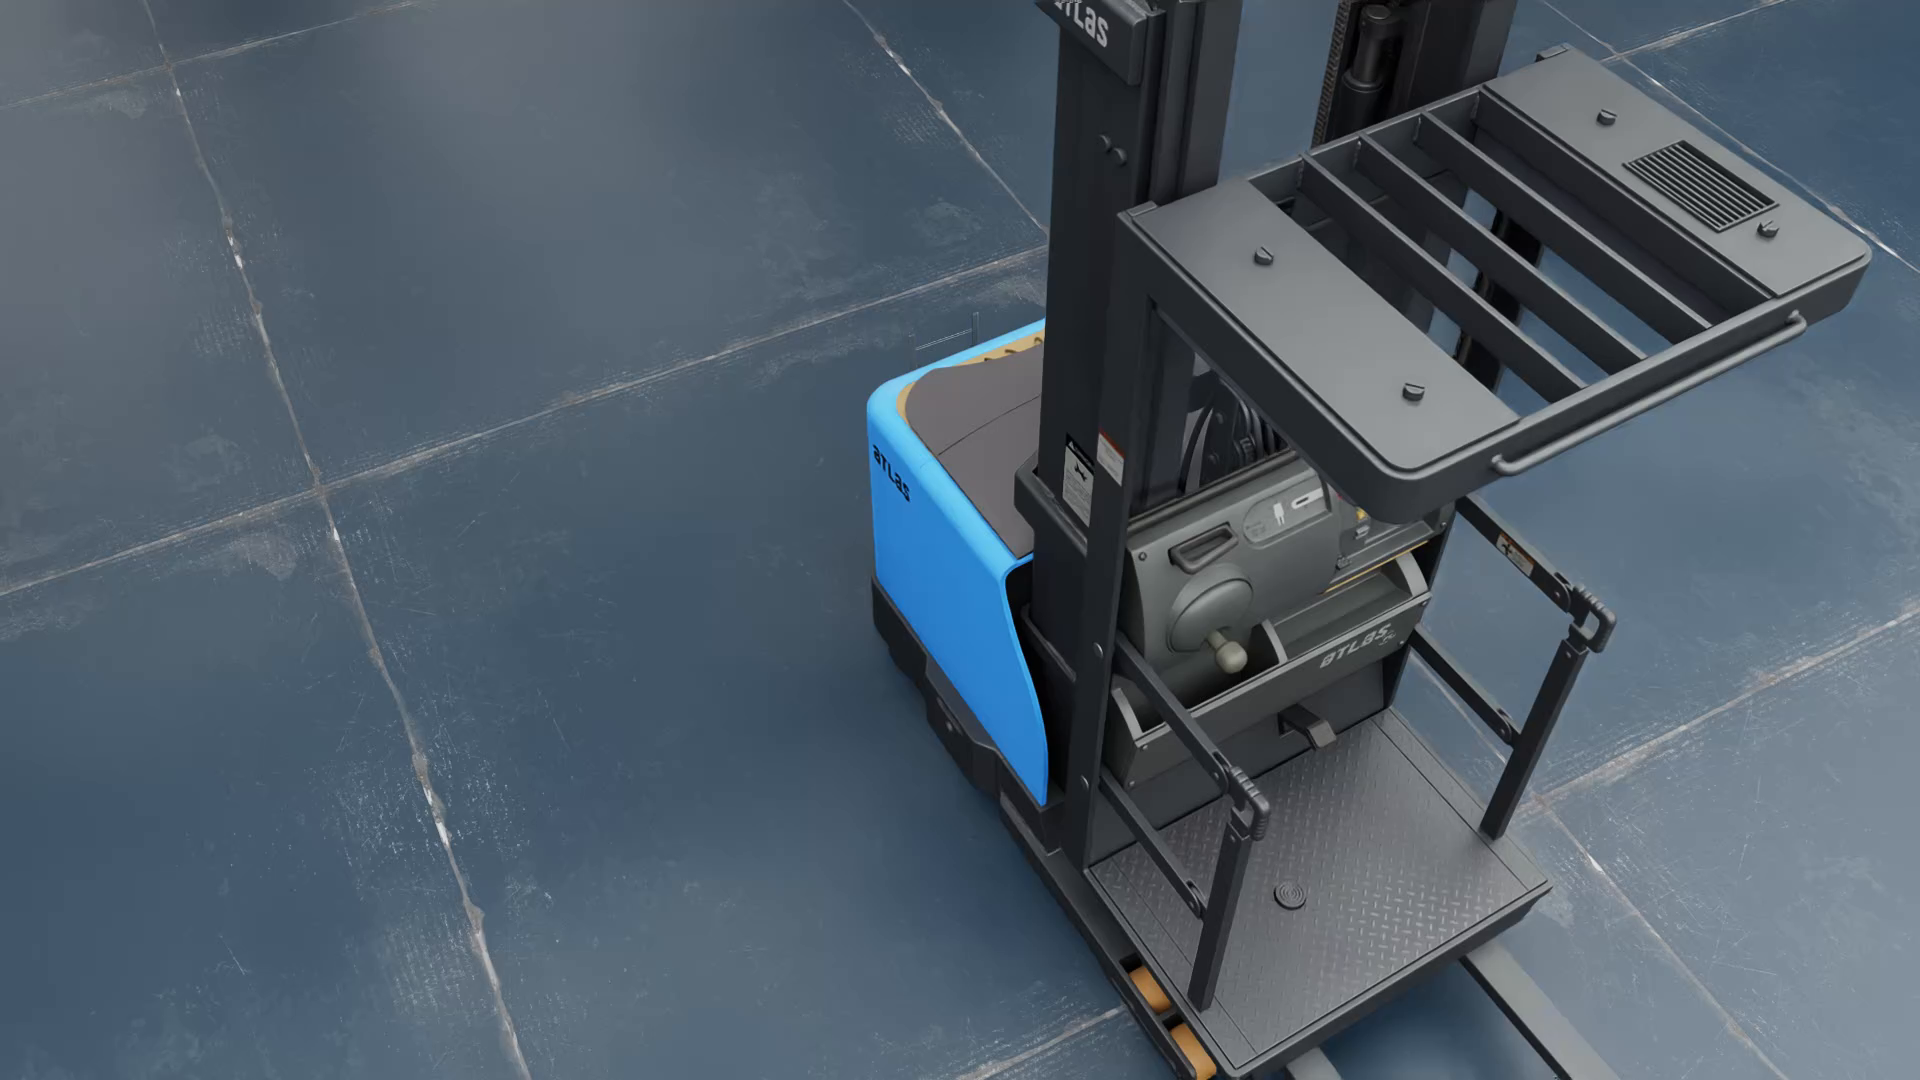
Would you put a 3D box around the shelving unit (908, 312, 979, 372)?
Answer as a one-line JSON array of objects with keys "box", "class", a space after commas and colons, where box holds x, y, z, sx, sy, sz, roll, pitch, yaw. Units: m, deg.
[{"box": [-0.004, -0.302, 5.416, 0.258, 0.900, 0.210, -21, 52, -18], "class": "shelving unit"}]

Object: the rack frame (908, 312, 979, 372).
[{"box": [-0.050, -0.370, 5.476, 0.240, 0.900, 0.006, -21, 52, -18], "class": "rack frame"}]

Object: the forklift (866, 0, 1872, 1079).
[{"box": [0.900, 0.089, 3.725, 1.130, 2.935, 3.031, -24, 53, -20], "class": "forklift"}]
